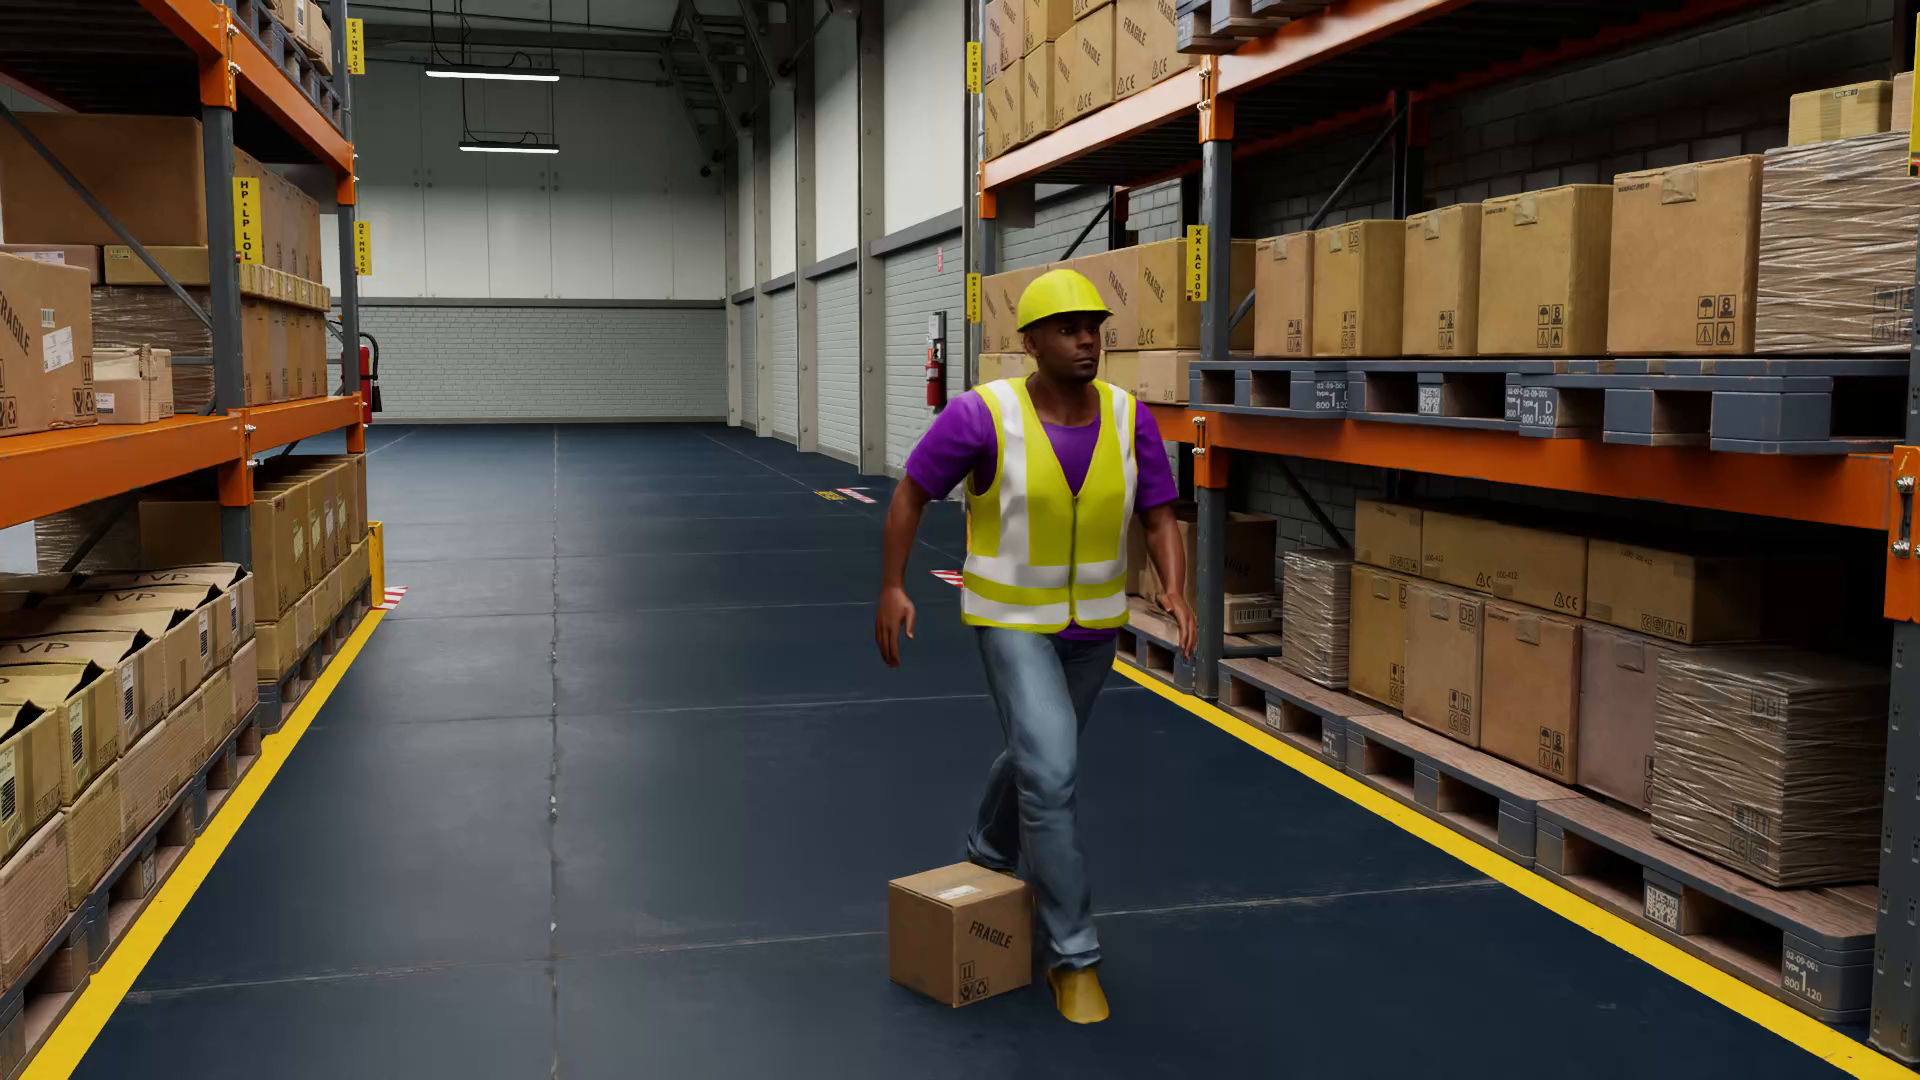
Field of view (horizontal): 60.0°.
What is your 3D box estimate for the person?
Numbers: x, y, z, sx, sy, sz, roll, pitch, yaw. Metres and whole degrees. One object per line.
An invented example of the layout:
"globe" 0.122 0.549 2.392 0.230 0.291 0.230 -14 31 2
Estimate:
"person" 0.171 0.234 4.122 0.719 1.780 0.956 -3 7 -24
